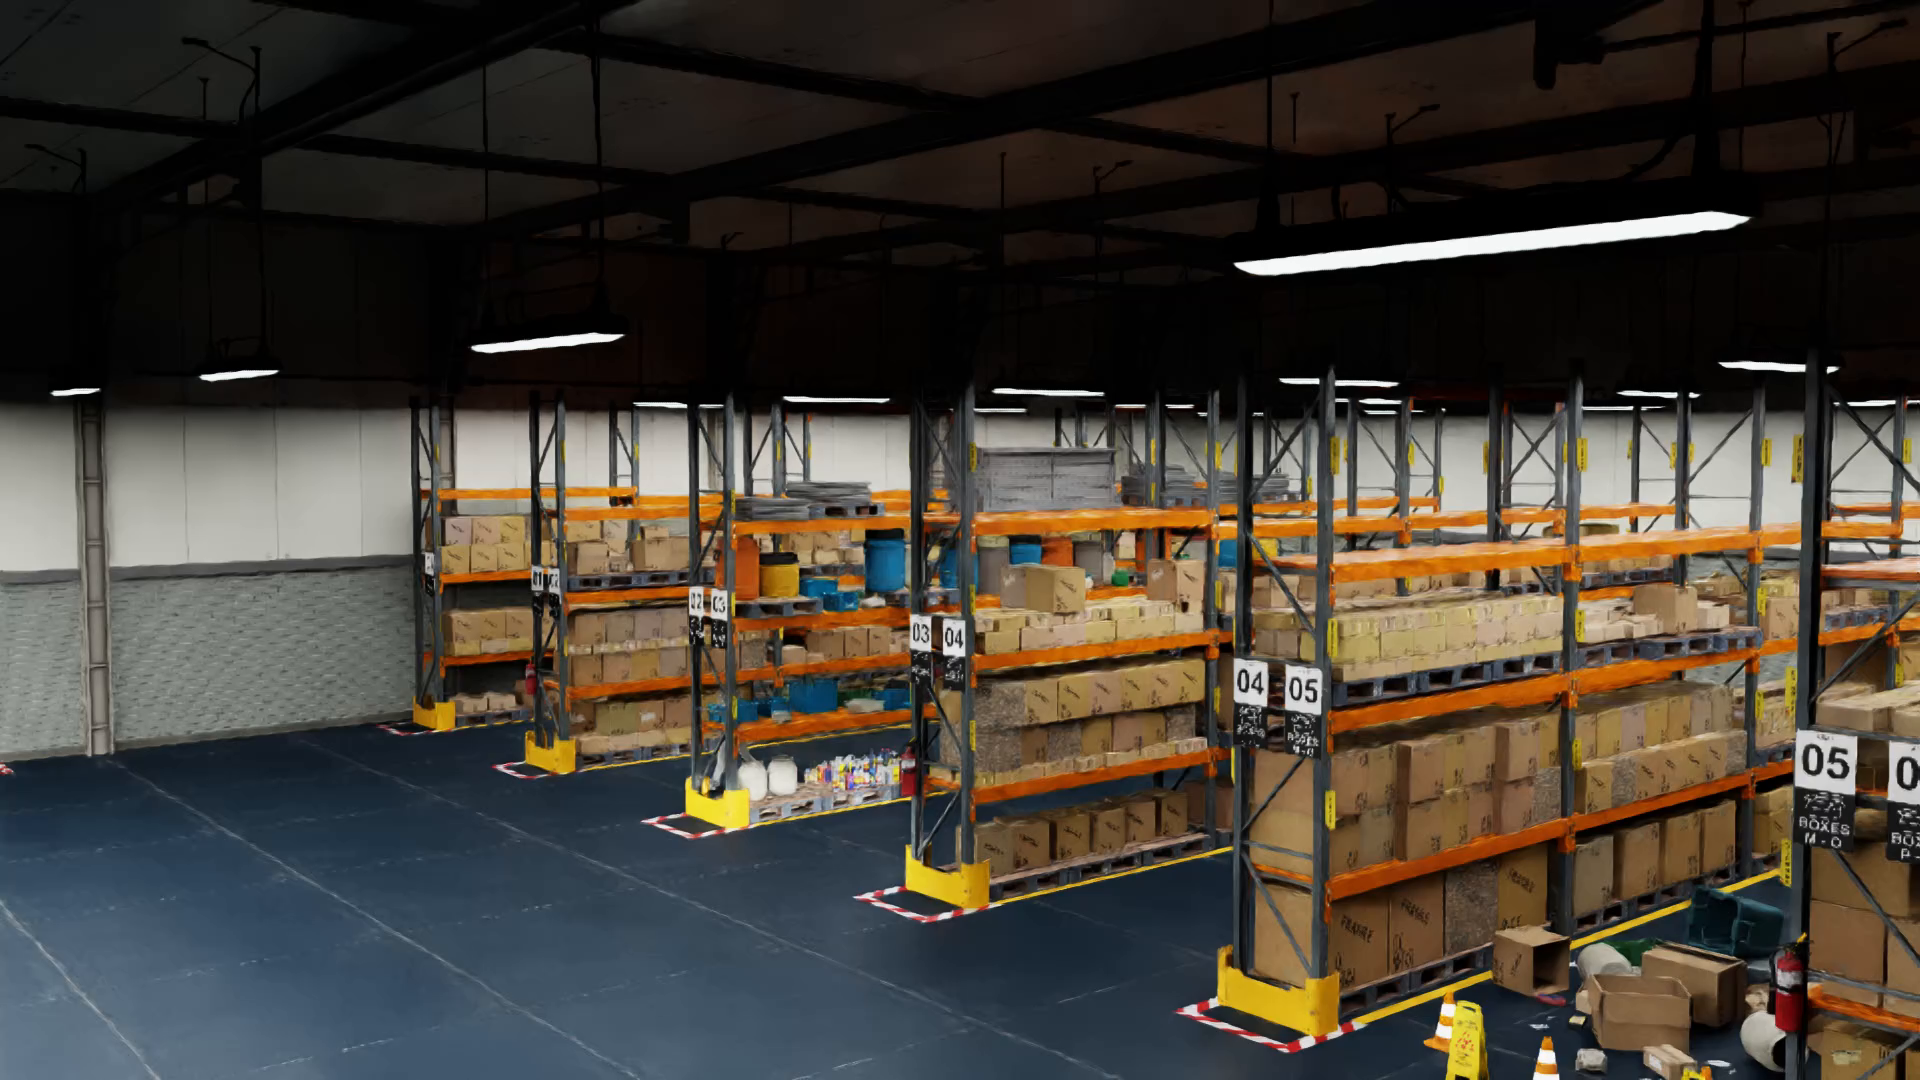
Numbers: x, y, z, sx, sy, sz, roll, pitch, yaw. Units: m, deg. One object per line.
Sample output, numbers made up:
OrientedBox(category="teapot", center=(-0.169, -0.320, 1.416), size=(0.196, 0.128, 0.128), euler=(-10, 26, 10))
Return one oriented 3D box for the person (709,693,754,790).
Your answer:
OrientedBox(category="person", center=(-3.353, 2.935, 24.689), size=(1.041, 1.517, 0.415), euler=(-3, 5, -42))
